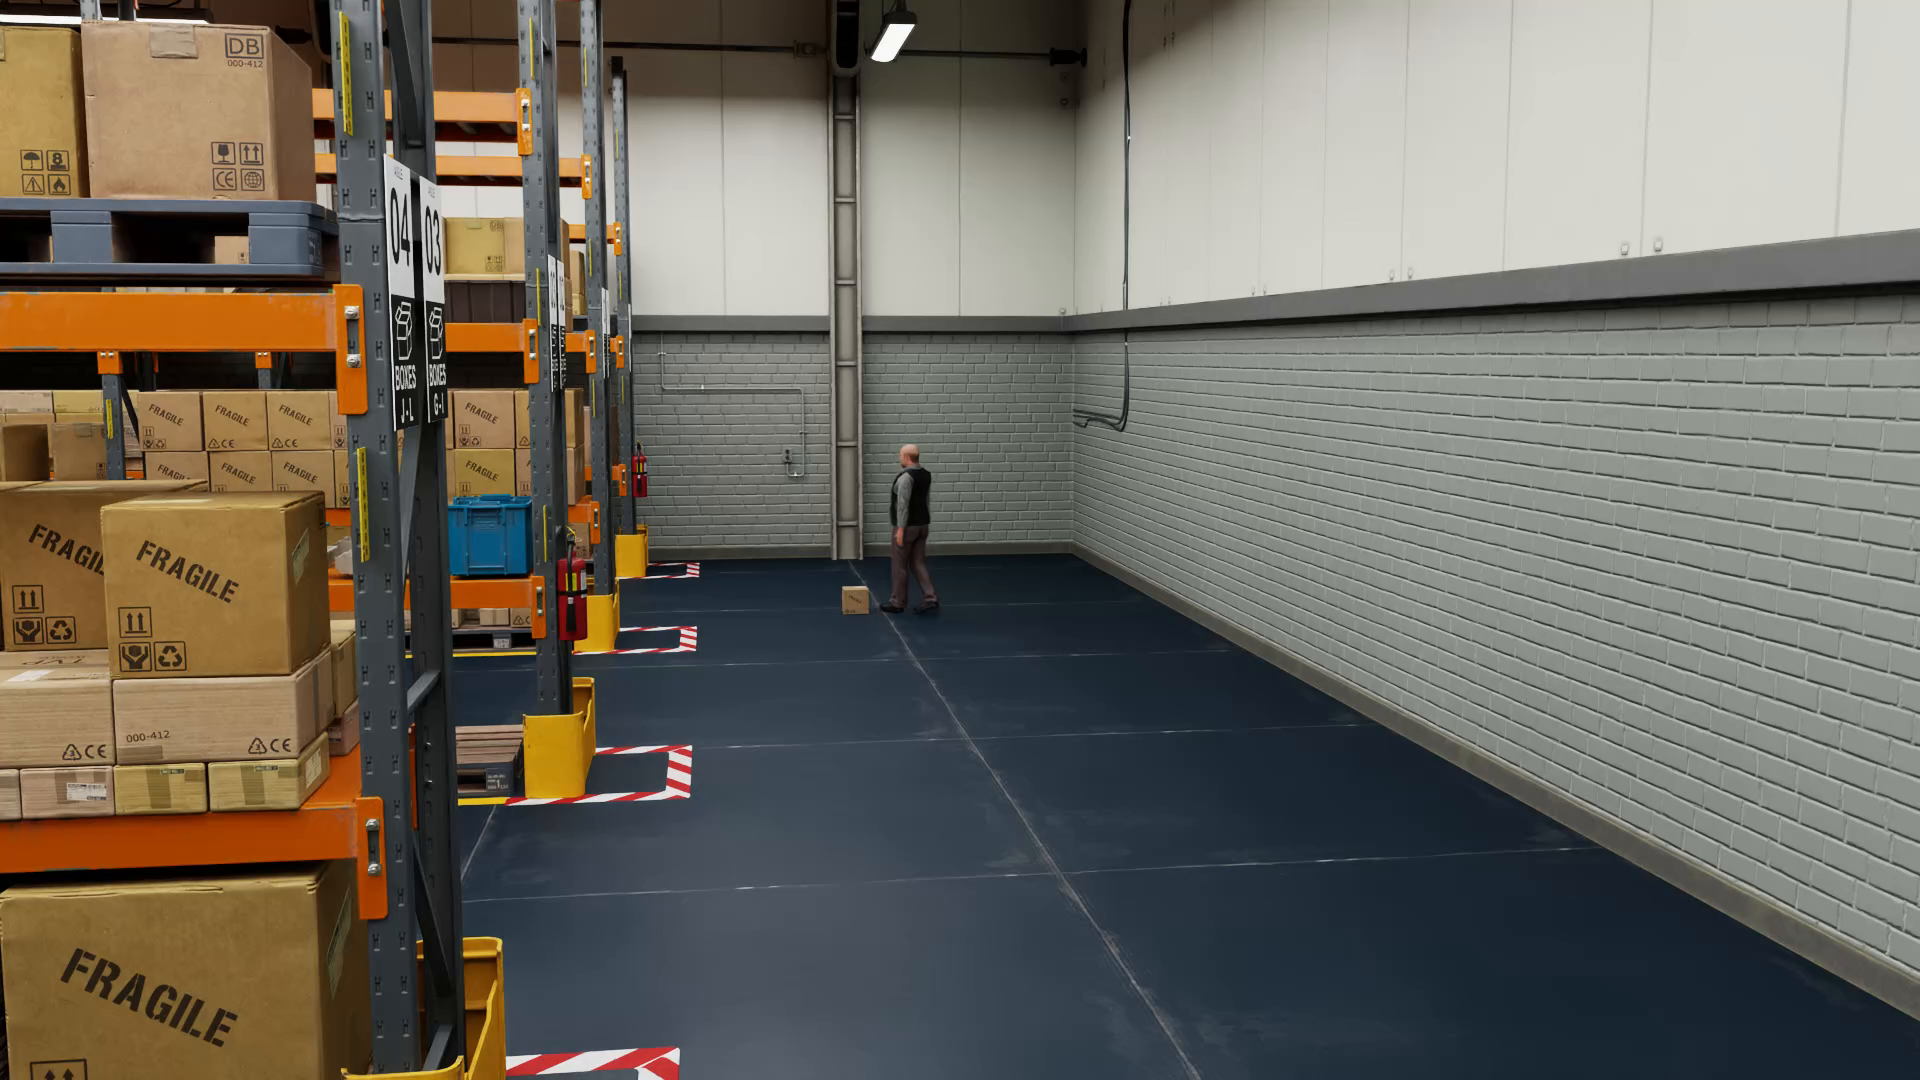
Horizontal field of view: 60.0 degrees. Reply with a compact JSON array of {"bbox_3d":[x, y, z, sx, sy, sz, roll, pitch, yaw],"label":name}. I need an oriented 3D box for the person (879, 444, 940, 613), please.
[{"bbox_3d":[-0.534,-0.113,16.831,0.659,1.719,0.558,4,8,32],"label":"person"}]
